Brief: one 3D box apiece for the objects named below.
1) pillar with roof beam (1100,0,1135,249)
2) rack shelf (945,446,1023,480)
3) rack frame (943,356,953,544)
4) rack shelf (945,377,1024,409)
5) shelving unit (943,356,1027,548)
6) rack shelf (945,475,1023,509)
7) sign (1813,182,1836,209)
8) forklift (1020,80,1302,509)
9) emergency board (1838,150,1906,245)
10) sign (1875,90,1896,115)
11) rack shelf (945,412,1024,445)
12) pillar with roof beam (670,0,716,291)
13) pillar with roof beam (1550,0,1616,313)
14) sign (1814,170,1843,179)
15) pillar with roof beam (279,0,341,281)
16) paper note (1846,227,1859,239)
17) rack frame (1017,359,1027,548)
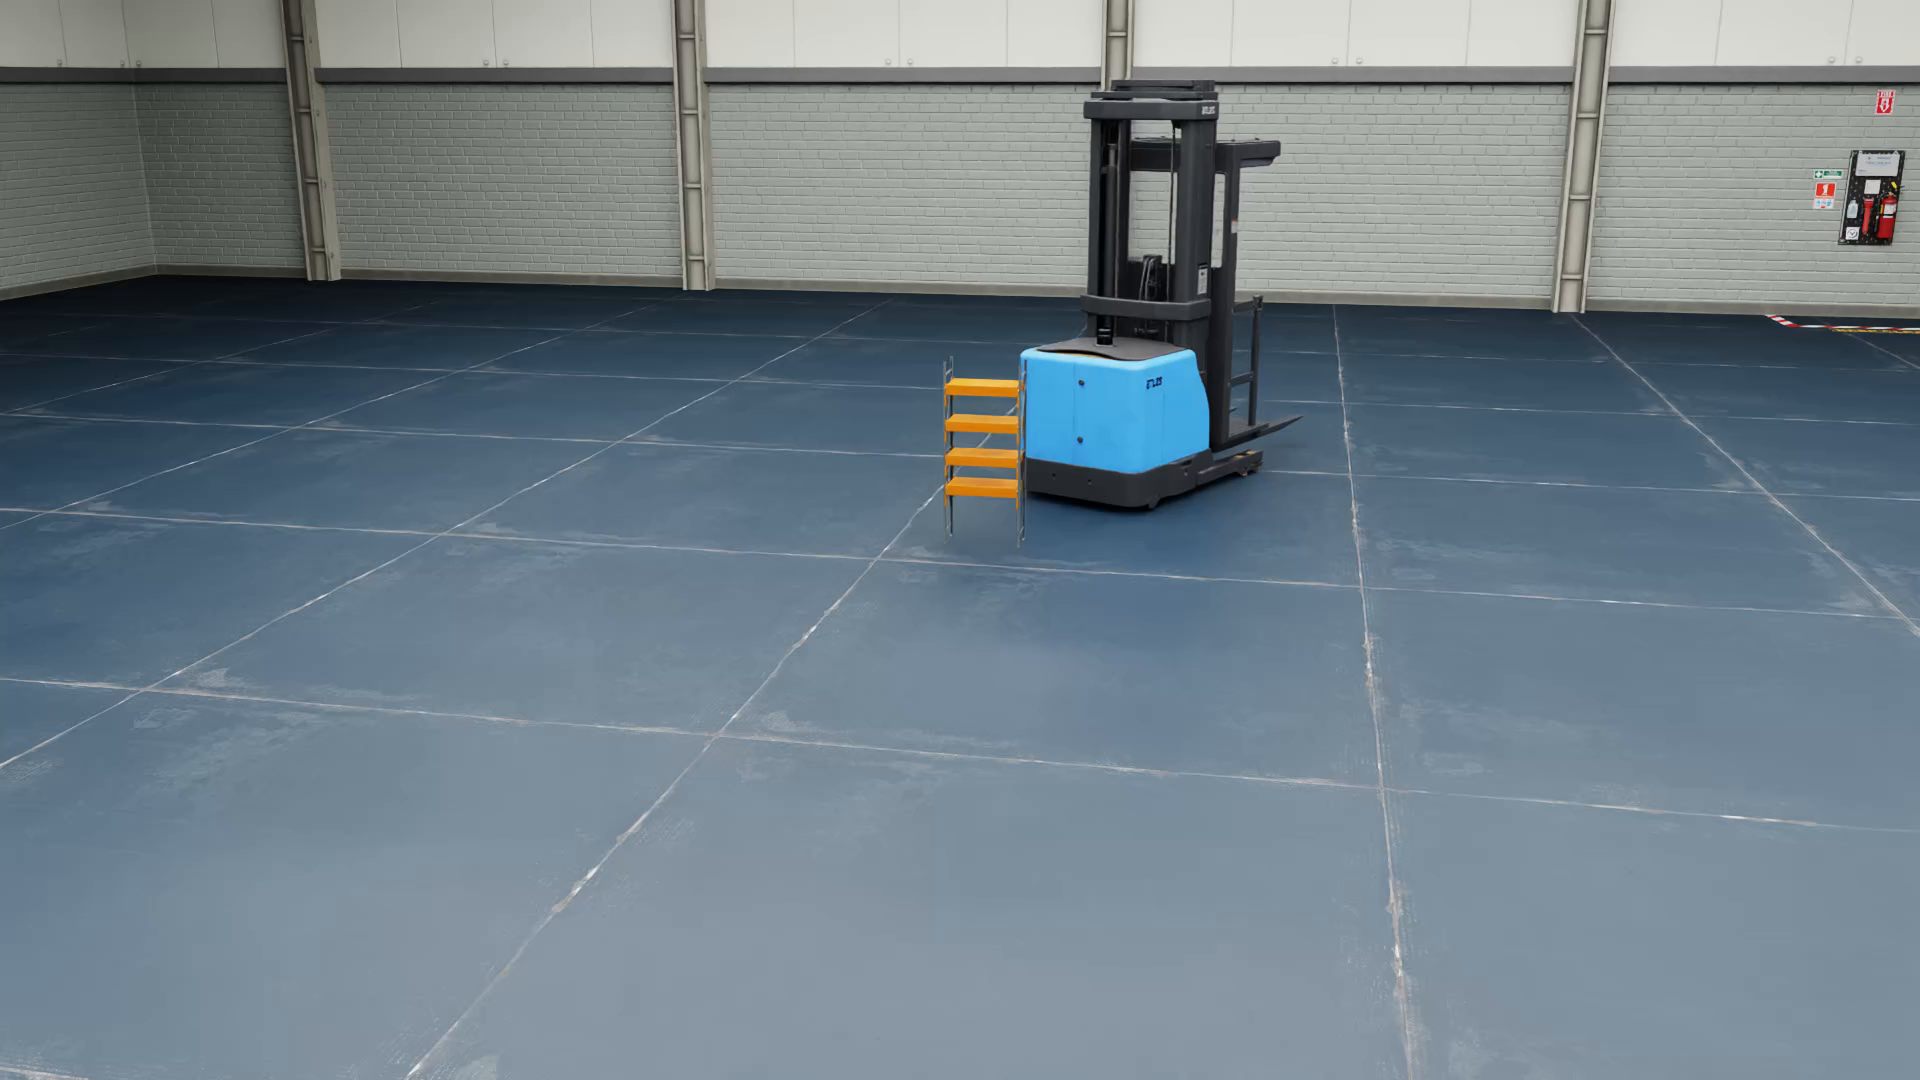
[{"bbox_3d":[1.239,-6.536,17.730,0.400,9.000,9.100,3,16,11],"label":"pillar with roof beam"},{"bbox_3d":[0.162,-0.505,10.818,0.480,0.148,0.258,3,16,11],"label":"rack shelf"},{"bbox_3d":[-0.077,-0.582,10.847,0.015,1.200,0.240,3,16,11],"label":"rack frame"},{"bbox_3d":[0.162,-0.948,10.695,0.480,0.148,0.258,3,16,11],"label":"rack shelf"},{"bbox_3d":[0.162,-0.569,10.800,0.503,1.200,0.258,3,16,11],"label":"shelving unit"},{"bbox_3d":[0.162,-0.313,10.871,0.480,0.148,0.258,3,16,11],"label":"rack shelf"},{"bbox_3d":[10.921,-4.348,21.001,0.234,0.329,0.001,3,16,11],"label":"sign"},{"bbox_3d":[1.695,-1.967,12.603,1.130,2.935,3.031,11,19,35],"label":"forklift"},{"bbox_3d":[11.442,-4.274,20.803,0.643,1.169,0.194,3,16,11],"label":"emergency board"},{"bbox_3d":[11.454,-5.418,20.589,0.199,0.298,0.001,3,16,11],"label":"sign"},{"bbox_3d":[0.162,-0.720,10.758,0.480,0.148,0.258,3,16,11],"label":"rack shelf"},{"bbox_3d":[-4.641,-6.855,18.882,0.400,9.000,9.100,3,16,11],"label":"pillar with roof beam"},{"bbox_3d":[7.119,-6.217,16.578,0.400,9.000,9.100,3,16,11],"label":"pillar with roof beam"},{"bbox_3d":[10.924,-4.600,20.921,0.331,0.109,0.001,3,16,11],"label":"sign"},{"bbox_3d":[-10.520,-7.174,20.035,0.400,9.000,9.100,3,16,11],"label":"pillar with roof beam"},{"bbox_3d":[11.283,-3.877,21.019,0.142,0.148,0.016,3,16,11],"label":"paper note"},{"bbox_3d":[0.401,-0.556,10.753,0.015,1.200,0.240,3,16,11],"label":"rack frame"}]
